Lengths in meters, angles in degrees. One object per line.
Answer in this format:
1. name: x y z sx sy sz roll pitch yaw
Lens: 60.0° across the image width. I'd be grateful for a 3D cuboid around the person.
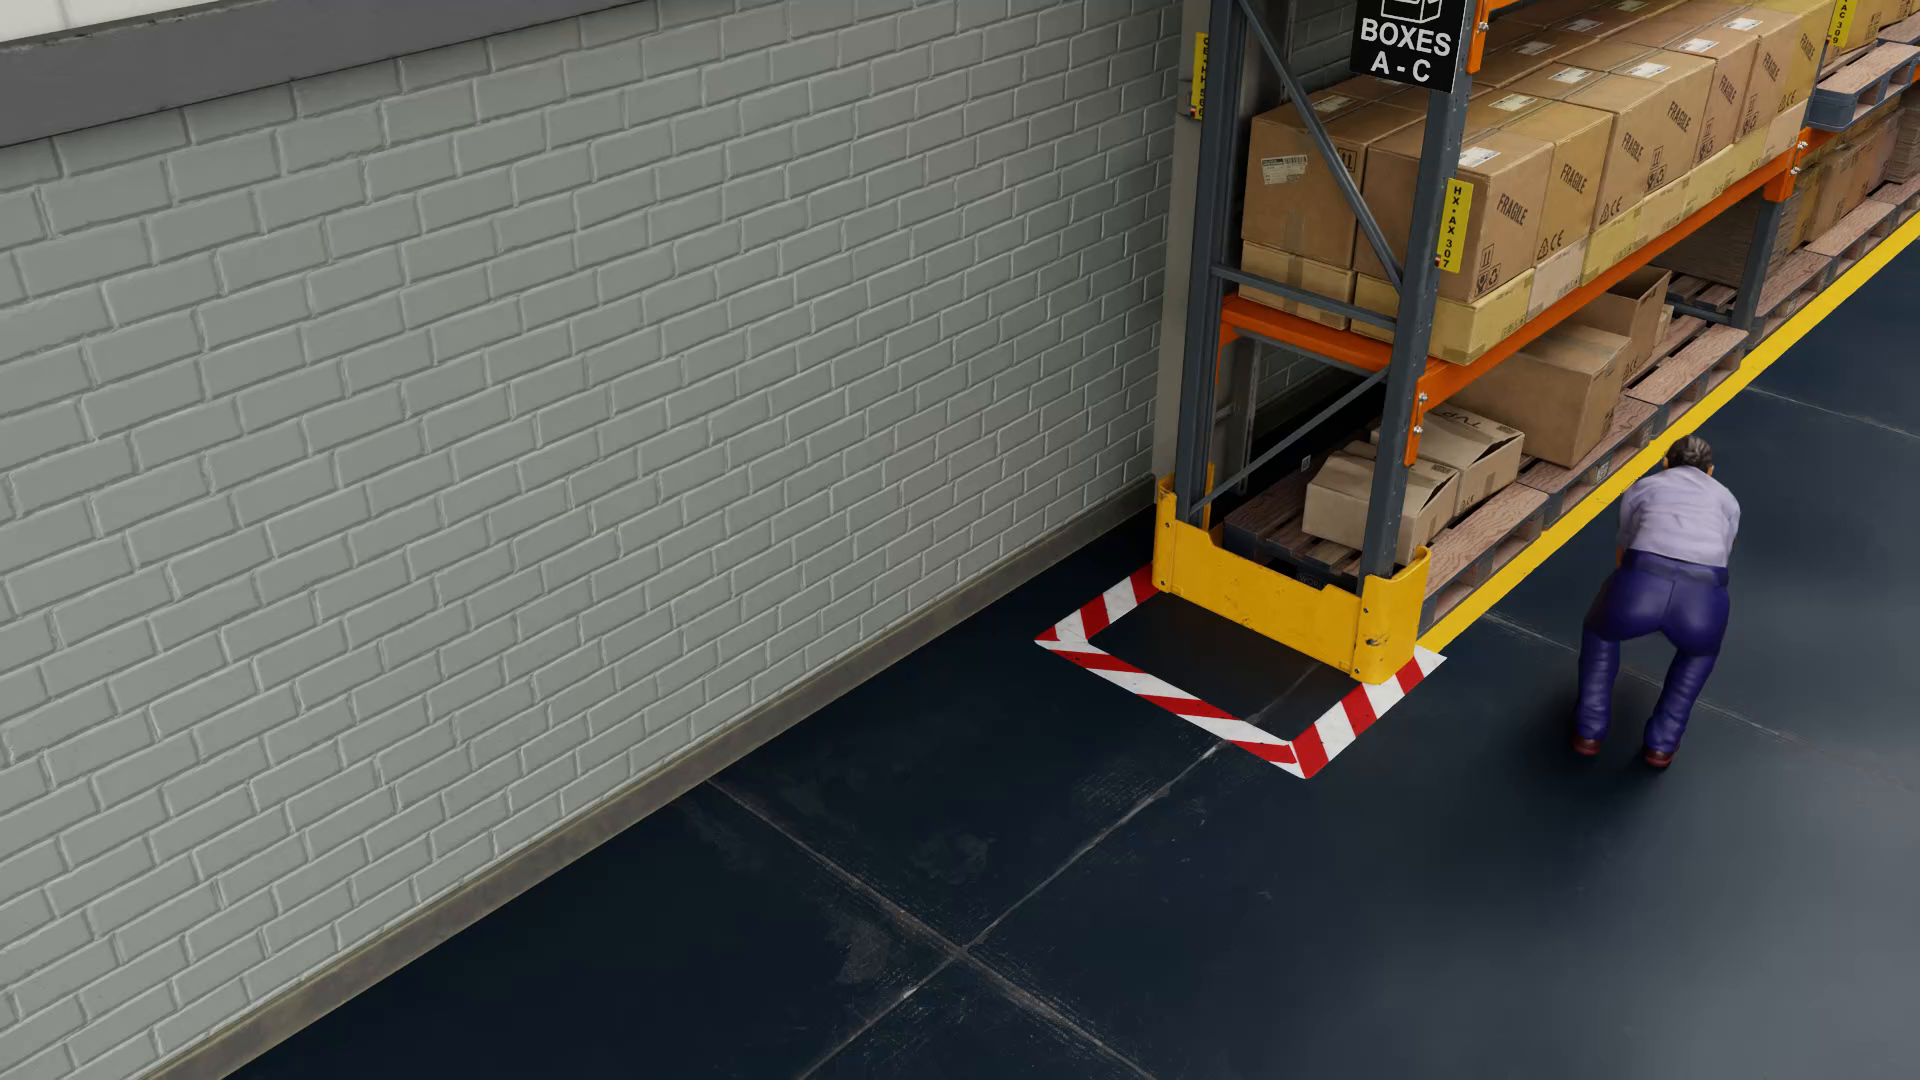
1. person: 2.630 0.251 6.266 0.492 1.103 0.882 13 34 20
